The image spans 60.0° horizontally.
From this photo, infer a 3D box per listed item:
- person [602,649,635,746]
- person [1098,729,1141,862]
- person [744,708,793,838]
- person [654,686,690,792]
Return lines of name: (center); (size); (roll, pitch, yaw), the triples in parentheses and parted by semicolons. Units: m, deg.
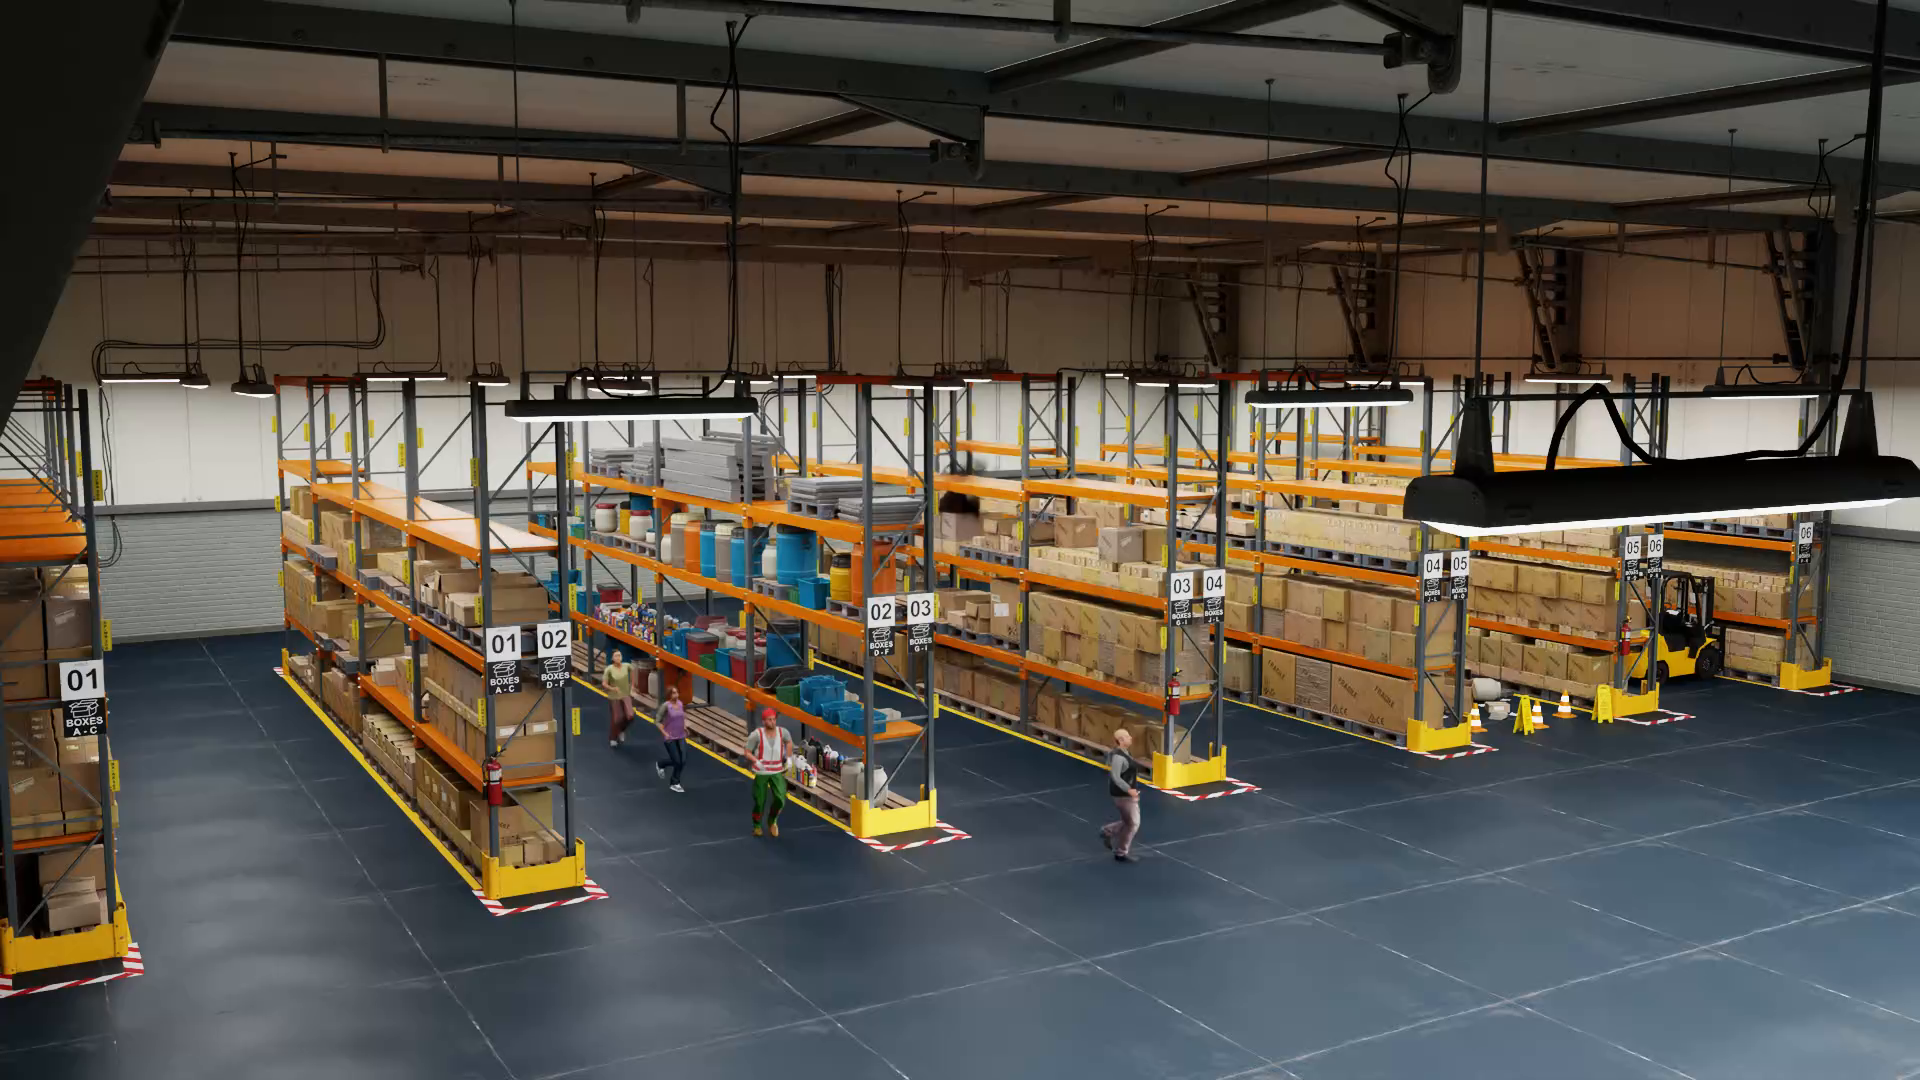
person: (-5.518, 2.564, 27.003); (0.596, 1.622, 0.716); (-3, 7, -26)
person: (2.014, 3.212, 20.977); (0.544, 1.688, 0.661); (1, 6, 7)
person: (-2.482, 3.060, 21.842); (0.694, 1.742, 0.686); (-2, 7, -20)
person: (-4.228, 2.900, 24.398); (0.549, 1.558, 0.537); (6, 9, 44)
